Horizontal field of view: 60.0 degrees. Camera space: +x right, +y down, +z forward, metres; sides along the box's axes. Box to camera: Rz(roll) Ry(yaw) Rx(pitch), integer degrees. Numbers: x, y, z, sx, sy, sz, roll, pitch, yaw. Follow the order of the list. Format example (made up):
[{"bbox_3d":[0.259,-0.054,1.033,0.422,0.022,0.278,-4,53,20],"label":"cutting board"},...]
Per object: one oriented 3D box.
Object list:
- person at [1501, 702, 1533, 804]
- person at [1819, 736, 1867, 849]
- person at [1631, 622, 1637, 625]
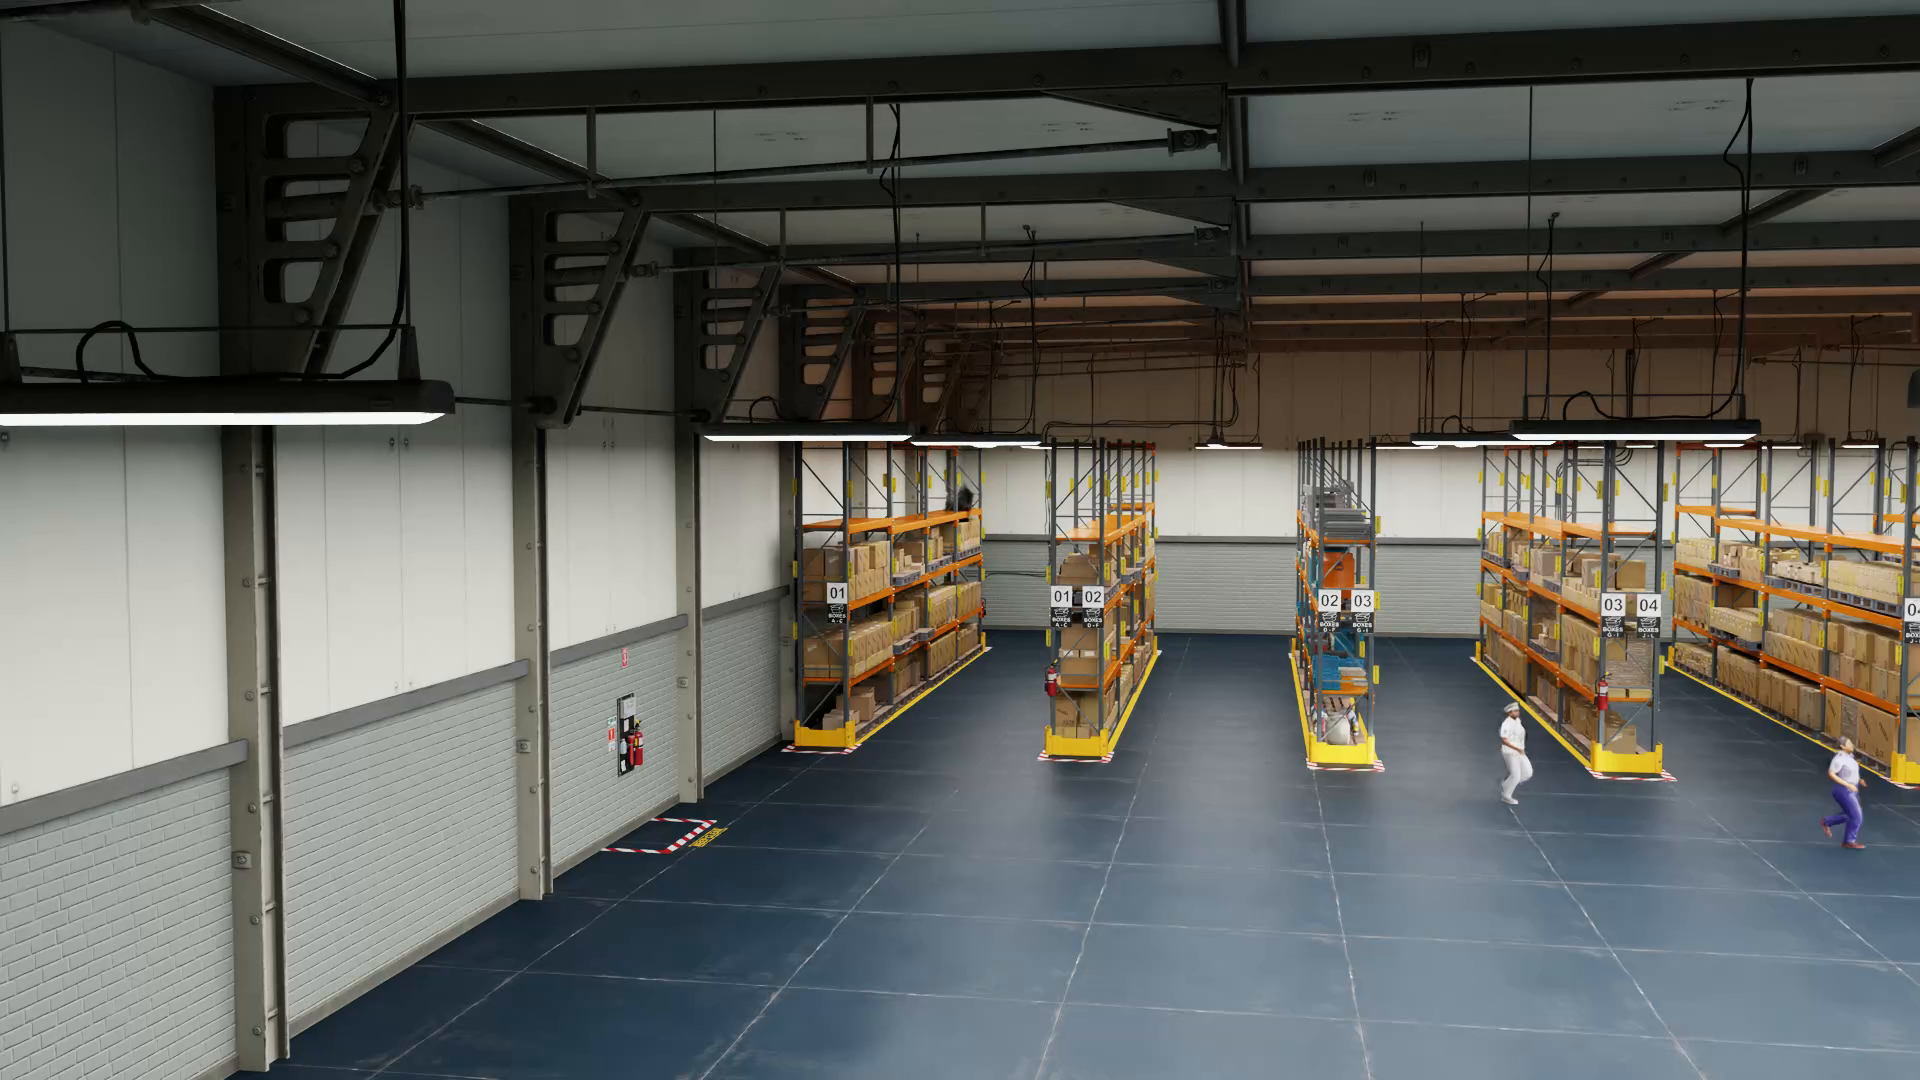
[{"bbox_3d":[9.058,3.462,27.103,0.586,1.664,0.495,-3,4,-42],"label":"person"},{"bbox_3d":[12.793,3.644,24.114,0.652,1.597,0.611,3,4,42],"label":"person"},{"bbox_3d":[17.464,2.644,42.969,0.596,1.643,0.617,1,3,24],"label":"person"}]
